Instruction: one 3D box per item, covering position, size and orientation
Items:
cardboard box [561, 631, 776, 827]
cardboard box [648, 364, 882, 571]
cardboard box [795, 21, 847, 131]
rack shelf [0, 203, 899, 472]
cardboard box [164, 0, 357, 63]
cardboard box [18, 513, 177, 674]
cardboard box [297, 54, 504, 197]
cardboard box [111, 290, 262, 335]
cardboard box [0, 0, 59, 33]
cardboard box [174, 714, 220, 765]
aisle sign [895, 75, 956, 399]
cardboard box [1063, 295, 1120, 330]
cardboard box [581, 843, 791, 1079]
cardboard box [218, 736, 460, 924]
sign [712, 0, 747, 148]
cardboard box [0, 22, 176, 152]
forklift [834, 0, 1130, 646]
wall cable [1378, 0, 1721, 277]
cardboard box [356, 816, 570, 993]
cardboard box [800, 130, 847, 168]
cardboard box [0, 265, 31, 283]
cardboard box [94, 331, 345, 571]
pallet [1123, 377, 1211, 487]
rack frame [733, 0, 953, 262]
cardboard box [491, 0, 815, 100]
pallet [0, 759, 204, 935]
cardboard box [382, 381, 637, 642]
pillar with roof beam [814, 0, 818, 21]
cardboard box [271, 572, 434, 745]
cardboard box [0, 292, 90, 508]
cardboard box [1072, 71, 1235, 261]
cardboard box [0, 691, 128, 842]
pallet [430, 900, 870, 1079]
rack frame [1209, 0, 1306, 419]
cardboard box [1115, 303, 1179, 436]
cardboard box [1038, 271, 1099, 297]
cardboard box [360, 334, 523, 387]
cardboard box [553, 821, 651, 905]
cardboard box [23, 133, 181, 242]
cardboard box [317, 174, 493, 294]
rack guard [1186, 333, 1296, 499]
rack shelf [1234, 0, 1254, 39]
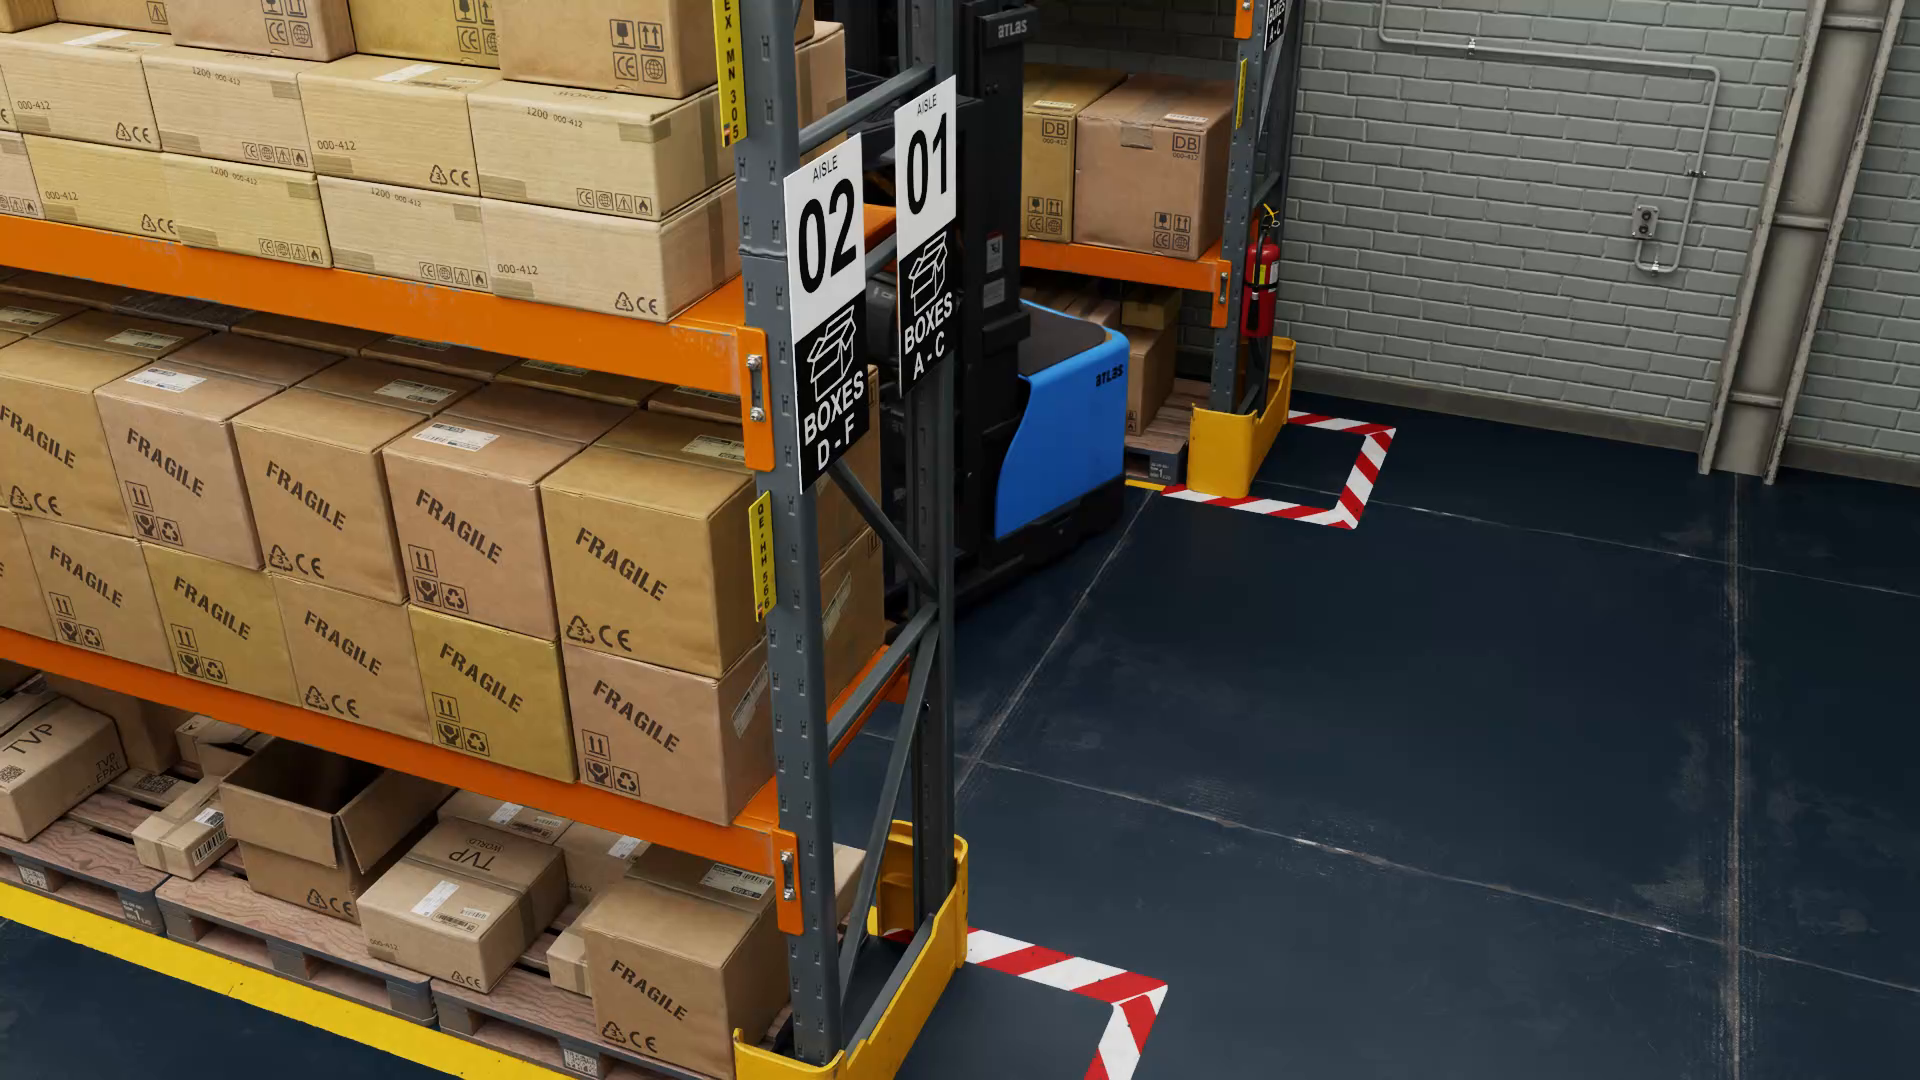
[{"bbox_3d":[-0.779,0.433,4.834,0.500,0.500,0.500,12,32,21],"label":"cardboard box"},{"bbox_3d":[-0.574,-0.246,5.019,0.500,0.500,0.500,12,32,21],"label":"cardboard box"},{"bbox_3d":[-0.640,-1.237,4.486,0.500,0.250,0.500,11,31,19],"label":"cardboard box"},{"bbox_3d":[-2.115,-0.928,5.025,4.000,0.370,1.077,11,31,19],"label":"rack shelf"},{"bbox_3d":[-1.679,-1.612,4.387,0.500,0.500,0.700,11,31,19],"label":"cardboard box"},{"bbox_3d":[-2.660,0.057,5.499,0.500,0.500,0.500,11,31,19],"label":"cardboard box"},{"bbox_3d":[-1.297,-1.094,4.233,0.500,0.250,0.500,11,31,19],"label":"cardboard box"},{"bbox_3d":[-2.459,-0.621,5.683,0.500,0.500,0.500,12,31,20],"label":"cardboard box"},{"bbox_3d":[-2.627,-1.770,4.667,0.500,0.500,0.700,11,31,19],"label":"cardboard box"},{"bbox_3d":[-2.963,0.763,6.802,0.250,0.149,0.380,11,31,19],"label":"cardboard box"},{"bbox_3d":[-0.088,-0.818,4.507,0.004,0.787,0.394,11,31,19],"label":"aisle sign"},{"bbox_3d":[0.724,-1.226,9.325,0.250,0.149,0.380,11,31,19],"label":"cardboard box"},{"bbox_3d":[-0.858,1.344,5.418,0.500,0.500,0.500,11,31,19],"label":"cardboard box"},{"bbox_3d":[-2.225,0.936,6.136,0.637,0.503,0.797,11,31,19],"label":"cardboard box"},{"bbox_3d":[-0.489,-1.007,3.535,0.005,0.325,0.100,11,31,19],"label":"sign"},{"bbox_3d":[-2.224,-1.278,4.558,0.500,0.250,0.500,11,31,19],"label":"cardboard box"},{"bbox_3d":[-0.505,-1.018,7.573,1.130,2.935,3.031,25,38,37],"label":"forklift"},{"bbox_3d":[3.140,-2.461,9.023,1.851,1.984,0.084,11,31,19],"label":"wall cable"},{"bbox_3d":[-1.727,1.263,5.814,0.500,0.250,0.500,11,31,19],"label":"cardboard box"},{"bbox_3d":[-0.642,-1.016,4.604,0.500,0.250,0.500,11,31,19],"label":"cardboard box"},{"bbox_3d":[-3.402,-0.808,6.014,0.500,0.500,0.500,11,31,19],"label":"cardboard box"},{"bbox_3d":[-2.204,-0.283,5.084,0.500,0.500,0.500,12,32,21],"label":"cardboard box"},{"bbox_3d":[0.827,-0.722,9.814,1.213,0.211,1.003,11,31,19],"label":"pallet"},{"bbox_3d":[-0.261,-2.177,3.456,0.127,3.000,1.000,11,31,19],"label":"rack frame"},{"bbox_3d":[-0.744,-1.437,4.078,0.500,0.500,0.700,11,31,19],"label":"cardboard box"},{"bbox_3d":[-3.332,1.037,6.702,1.213,0.211,1.003,11,31,19],"label":"pallet"},{"bbox_3d":[-1.246,-0.094,4.750,0.500,0.500,0.500,12,32,20],"label":"cardboard box"},{"bbox_3d":[-2.754,-3.478,5.758,0.400,9.000,9.100,11,31,19],"label":"pillar with roof beam"},{"bbox_3d":[-1.721,0.244,5.169,0.500,0.500,0.500,12,31,20],"label":"cardboard box"},{"bbox_3d":[-3.159,-0.473,5.421,0.500,0.500,0.500,10,31,18],"label":"cardboard box"},{"bbox_3d":[1.121,-2.045,9.014,0.700,0.700,0.980,13,32,21],"label":"cardboard box"},{"bbox_3d":[-3.660,0.850,6.482,0.500,0.311,0.500,11,31,19],"label":"cardboard box"},{"bbox_3d":[-1.071,1.488,5.903,1.213,0.211,1.003,11,31,19],"label":"pallet"},{"bbox_3d":[1.598,-1.824,8.929,0.127,3.000,1.000,11,31,19],"label":"rack frame"},{"bbox_3d":[0.911,-1.003,9.589,0.500,0.500,0.700,11,31,19],"label":"cardboard box"},{"bbox_3d":[0.633,-1.447,9.715,0.250,0.149,0.380,11,31,19],"label":"cardboard box"},{"bbox_3d":[-1.523,-0.434,5.352,0.500,0.500,0.500,12,32,20],"label":"cardboard box"},{"bbox_3d":[-1.122,1.118,6.071,0.500,0.250,0.500,11,31,19],"label":"cardboard box"},{"bbox_3d":[-2.221,-1.064,4.688,0.500,0.250,0.500,11,31,19],"label":"cardboard box"},{"bbox_3d":[-1.296,-0.878,4.358,0.500,0.250,0.500,11,31,19],"label":"cardboard box"},{"bbox_3d":[1.620,-0.732,9.536,0.348,0.500,1.175,11,31,19],"label":"rack guard"},{"bbox_3d":[-0.256,-3.187,9.023,4.000,0.370,1.077,11,31,19],"label":"rack shelf"}]
